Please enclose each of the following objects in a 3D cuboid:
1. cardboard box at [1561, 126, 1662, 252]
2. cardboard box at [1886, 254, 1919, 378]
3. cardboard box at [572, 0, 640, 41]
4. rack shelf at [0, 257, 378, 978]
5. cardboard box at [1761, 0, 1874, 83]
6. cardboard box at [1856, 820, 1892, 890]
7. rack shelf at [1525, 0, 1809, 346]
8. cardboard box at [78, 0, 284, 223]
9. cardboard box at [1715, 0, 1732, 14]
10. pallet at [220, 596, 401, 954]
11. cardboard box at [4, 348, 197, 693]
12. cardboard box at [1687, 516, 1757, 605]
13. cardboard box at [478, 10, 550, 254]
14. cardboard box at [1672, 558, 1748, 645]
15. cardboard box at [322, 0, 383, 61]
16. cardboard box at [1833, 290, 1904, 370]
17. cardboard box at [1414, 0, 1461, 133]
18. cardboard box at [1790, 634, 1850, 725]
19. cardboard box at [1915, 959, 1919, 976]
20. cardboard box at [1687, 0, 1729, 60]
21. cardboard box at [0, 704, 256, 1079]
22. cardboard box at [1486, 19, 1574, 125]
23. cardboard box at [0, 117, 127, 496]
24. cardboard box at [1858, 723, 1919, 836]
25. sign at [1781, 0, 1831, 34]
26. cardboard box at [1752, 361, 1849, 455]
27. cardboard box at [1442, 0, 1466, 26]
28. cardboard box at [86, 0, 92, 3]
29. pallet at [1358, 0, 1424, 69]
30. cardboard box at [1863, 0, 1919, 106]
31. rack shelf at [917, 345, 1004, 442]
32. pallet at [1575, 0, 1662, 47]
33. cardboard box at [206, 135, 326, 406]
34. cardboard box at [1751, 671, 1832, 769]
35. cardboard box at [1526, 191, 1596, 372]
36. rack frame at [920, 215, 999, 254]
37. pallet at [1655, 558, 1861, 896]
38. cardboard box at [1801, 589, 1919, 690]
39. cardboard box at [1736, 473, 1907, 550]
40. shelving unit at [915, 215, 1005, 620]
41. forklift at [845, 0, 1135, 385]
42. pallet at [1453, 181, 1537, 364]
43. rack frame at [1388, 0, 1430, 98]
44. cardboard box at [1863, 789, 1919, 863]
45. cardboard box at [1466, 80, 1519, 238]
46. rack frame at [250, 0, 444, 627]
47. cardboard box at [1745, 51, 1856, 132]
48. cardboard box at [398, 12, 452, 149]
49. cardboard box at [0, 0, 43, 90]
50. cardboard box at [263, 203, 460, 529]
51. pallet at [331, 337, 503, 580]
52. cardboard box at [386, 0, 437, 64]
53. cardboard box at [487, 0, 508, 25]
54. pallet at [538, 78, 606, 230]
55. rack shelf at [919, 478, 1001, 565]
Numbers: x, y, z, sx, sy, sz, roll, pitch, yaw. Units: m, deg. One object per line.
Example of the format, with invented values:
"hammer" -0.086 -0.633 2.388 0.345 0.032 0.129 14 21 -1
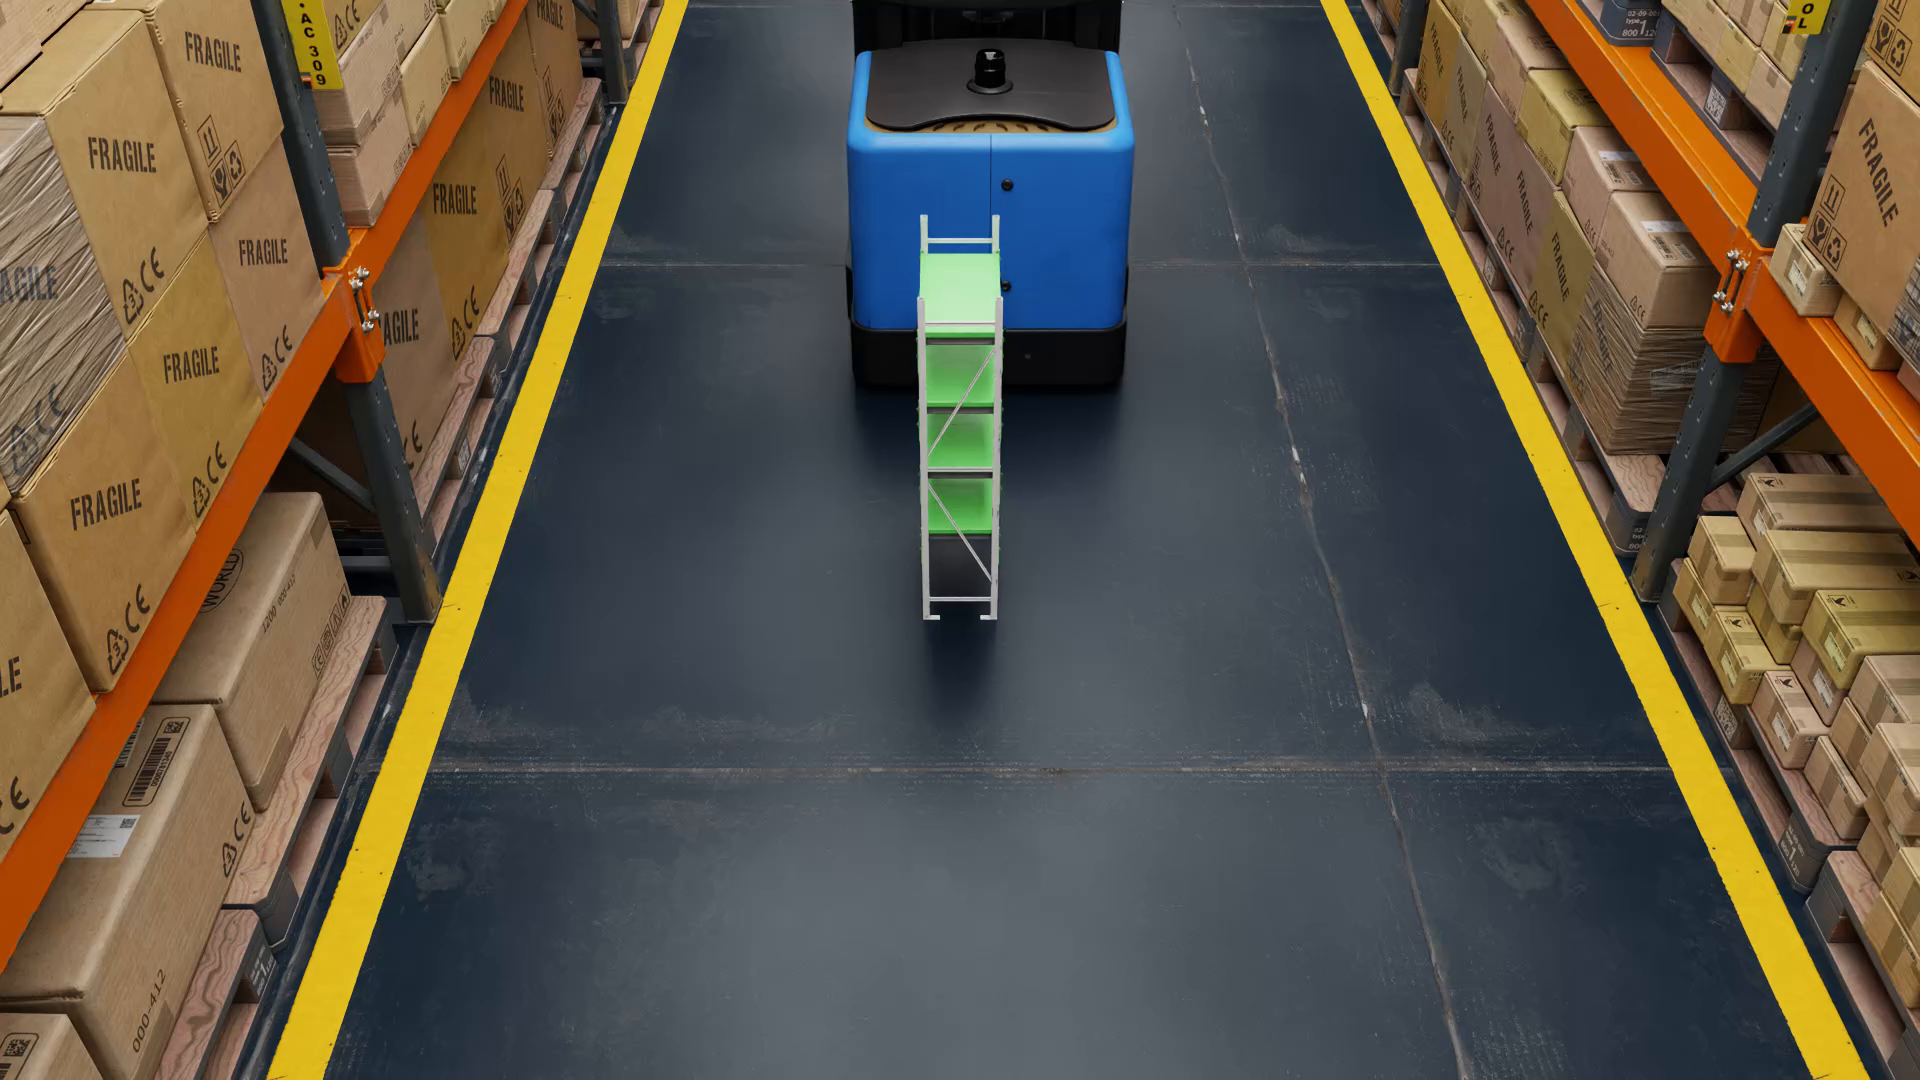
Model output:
"cardboard box" 2.502 -1.264 5.992 0.500 0.250 0.500 2 39 2
"cardboard box" 2.499 -0.531 3.697 0.500 0.500 0.500 0 39 0
"cardboard box" -2.203 -2.922 8.763 0.950 0.372 0.625 -2 39 -3
"rack shelf" -2.205 0.603 3.175 1.077 0.370 4.000 0 39 0
"cardboard box" 2.545 -1.426 4.758 0.380 0.149 0.250 1 39 1
"cardboard box" 2.560 0.830 4.260 0.380 0.149 0.250 -2 39 -2
"rack shelf" 2.740 -1.966 6.379 1.077 0.370 4.000 0 39 0
"cardboard box" -1.931 -1.063 3.799 0.500 0.500 0.500 0 39 0
"cardboard box" 2.546 -1.746 5.158 0.380 0.149 0.250 2 39 2
"pallet" -2.285 0.635 4.789 1.003 0.211 1.213 0 39 0
"cardboard box" -1.930 -0.042 3.324 0.500 0.500 0.500 -1 39 -1
"cardboard box" 2.423 0.064 4.978 0.380 0.149 0.250 2 39 2
"cardboard box" -2.297 -1.775 6.930 0.875 0.875 0.875 0 39 1
"cardboard box" 2.422 0.181 5.070 0.380 0.149 0.250 -2 39 -2
"cardboard box" -1.920 -1.633 4.510 0.500 0.500 0.500 0 39 0
"cardboard box" 2.490 -0.559 4.249 0.380 0.149 0.250 1 39 1
"cardboard box" 2.484 -2.243 7.813 0.500 0.500 0.500 -2 39 -2
"cardboard box" 2.549 0.374 4.590 0.380 0.149 0.250 0 39 0
"cardboard box" 2.435 1.027 3.776 0.380 0.149 0.250 0 39 0
"cardboard box" 2.545 -1.628 5.248 0.380 0.149 0.250 0 39 0
"cardboard box" -2.312 0.860 3.992 0.875 0.438 0.875 -1 39 -1
"cardboard box" 2.485 -1.920 6.811 0.500 0.250 0.500 0 39 0
"cardboard box" -1.928 -0.428 3.005 0.500 0.500 0.500 0 39 1
"cardboard box" 2.468 0.589 4.084 0.380 0.149 0.250 1 39 1
"sign" 2.187 -1.445 4.228 0.100 0.325 0.005 0 39 0
"cardboard box" 3.007 -0.646 5.821 0.500 0.500 0.500 1 39 2
"cardboard box" 2.497 -2.547 7.593 0.500 0.250 0.500 -2 39 -2
"cardboard box" -1.997 -1.254 3.518 0.380 0.149 0.250 1 39 1
"pallet" 2.812 -2.902 9.202 1.003 0.211 1.213 0 39 0
"cardboard box" 2.499 -1.259 3.805 0.500 0.500 0.500 1 39 1
"rack shelf" 0.000 -0.502 5.135 0.258 0.148 0.480 0 39 0
"pallet" 2.781 -2.184 6.230 1.003 0.211 1.213 0 39 0
"cardboard box" -1.951 -0.678 4.118 0.500 0.500 0.500 0 39 0
"cardboard box" 2.474 0.503 4.668 0.380 0.149 0.250 0 39 0
"cardboard box" 2.489 -0.968 6.222 0.500 0.500 0.500 -1 39 -1
"rack frame" 0.000 -0.517 5.436 0.240 1.200 0.015 0 39 0
"pallet" 2.779 0.512 4.942 1.003 0.211 1.213 0 39 0
"cardboard box" 2.526 0.267 4.487 0.380 0.149 0.250 -1 39 -1
"cardboard box" 2.536 -0.064 4.899 0.380 0.149 0.250 1 39 2
"shelving unit" 0.000 -0.365 5.246 0.258 1.200 0.503 0 39 0
"forklift" 0.109 -2.630 6.688 1.130 2.935 3.031 0 39 0
"pallet" 2.736 -1.159 7.028 1.003 0.211 1.213 0 39 0
"rack frame" 2.738 -3.497 7.715 1.000 3.000 0.127 0 39 0
"cardboard box" 2.523 0.715 4.165 0.380 0.149 0.250 2 39 2
"cardboard box" 2.493 -1.608 7.020 0.500 0.500 0.500 -1 39 -1
"rack frame" -2.207 -0.929 4.511 1.000 3.000 0.127 0 39 0
"cardboard box" 2.544 -1.310 4.851 0.380 0.149 0.250 -1 39 -1
"cardboard box" -1.946 -1.469 5.305 0.500 0.250 0.500 -1 39 -1
"cardboard box" -1.988 -0.940 3.126 0.380 0.149 0.250 0 39 0
"cardboard box" -2.288 -0.651 5.527 0.875 0.875 0.875 1 39 1
"pallet" -2.284 -0.323 5.985 1.003 0.211 1.213 0 39 0
"cardboard box" -1.955 -1.667 5.152 0.500 0.250 0.500 1 39 1
"cardboard box" -1.922 -2.102 6.095 0.500 0.250 0.500 -1 39 -1
"pallet" -2.286 -1.849 7.889 1.003 0.211 1.213 0 39 0
"rack shelf" 0.000 -0.128 5.436 0.258 0.148 0.480 0 39 0
